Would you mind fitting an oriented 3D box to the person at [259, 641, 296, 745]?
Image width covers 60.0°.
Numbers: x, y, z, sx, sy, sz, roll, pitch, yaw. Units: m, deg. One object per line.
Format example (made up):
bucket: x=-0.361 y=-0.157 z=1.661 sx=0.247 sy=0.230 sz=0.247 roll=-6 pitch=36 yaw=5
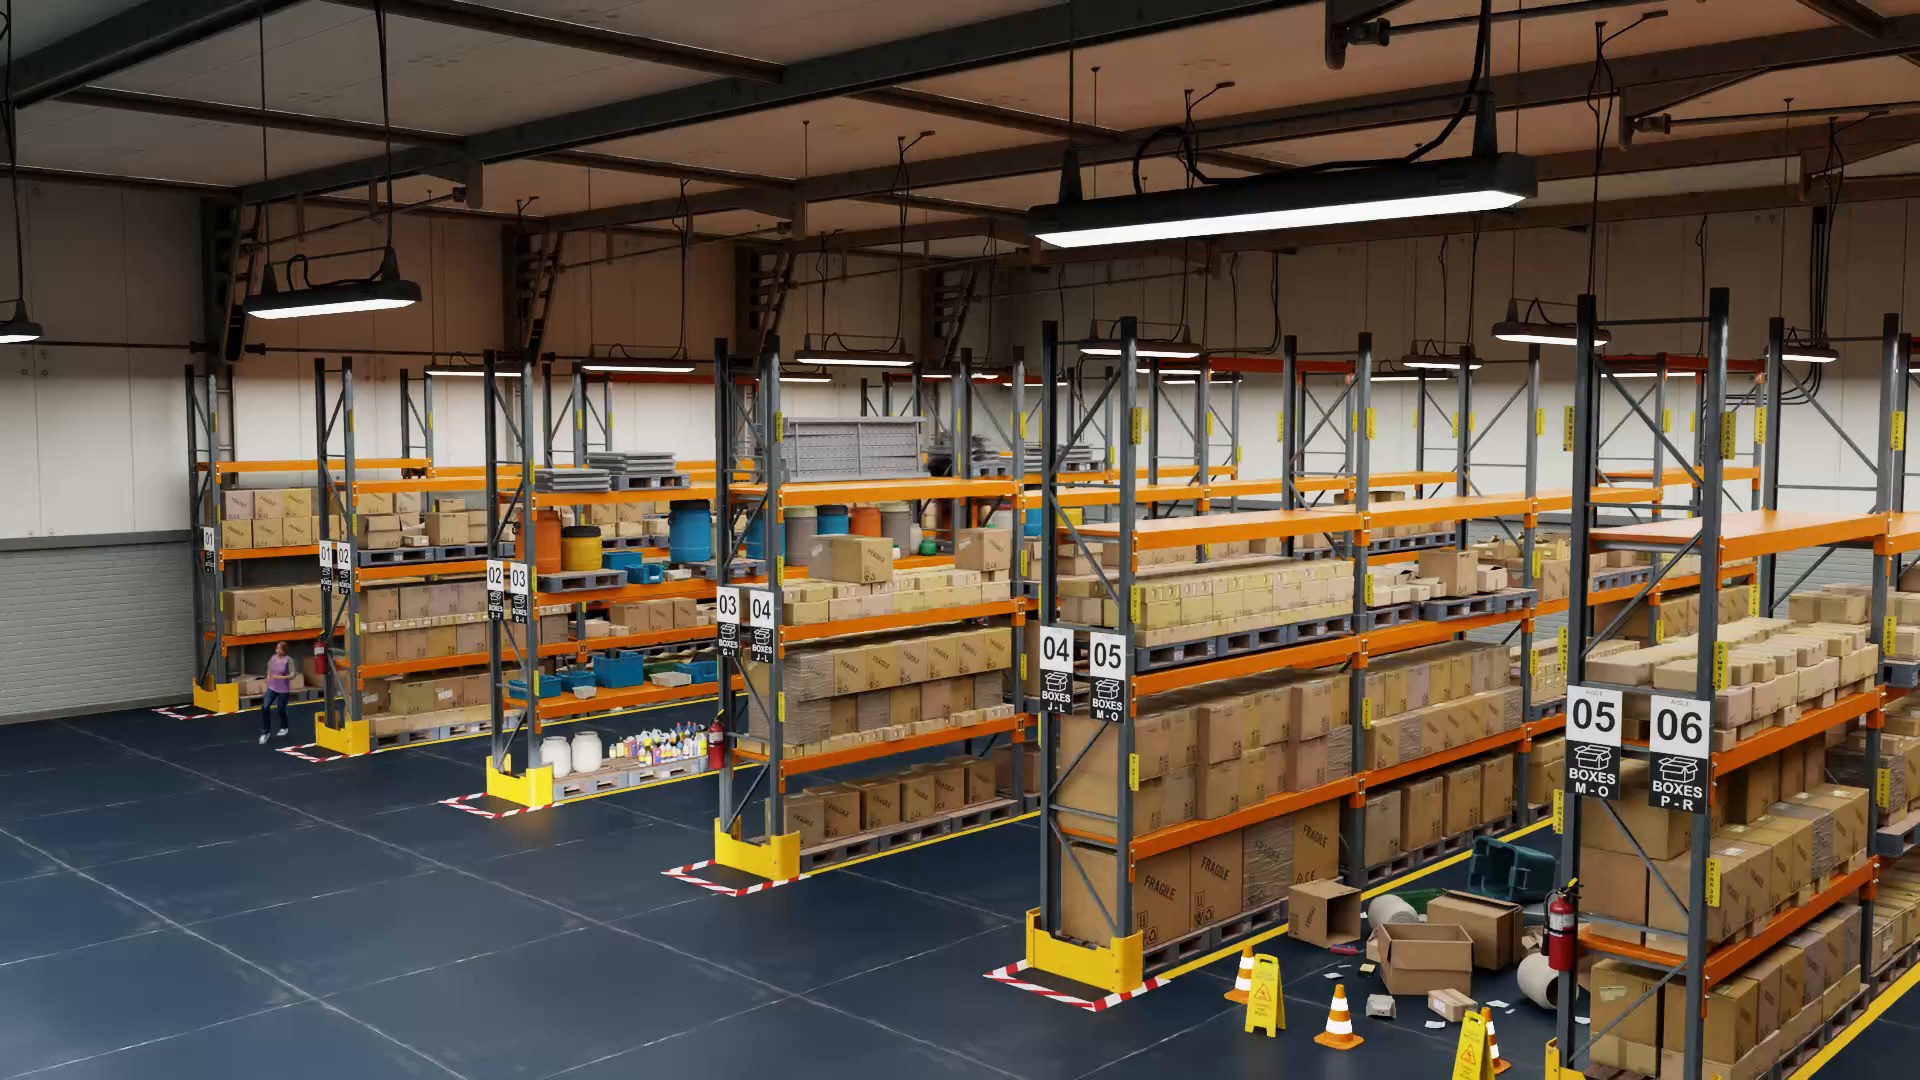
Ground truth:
person: x=-10.677 y=2.390 z=26.165 sx=0.541 sy=1.625 sz=0.663 roll=0 pitch=4 yaw=0
